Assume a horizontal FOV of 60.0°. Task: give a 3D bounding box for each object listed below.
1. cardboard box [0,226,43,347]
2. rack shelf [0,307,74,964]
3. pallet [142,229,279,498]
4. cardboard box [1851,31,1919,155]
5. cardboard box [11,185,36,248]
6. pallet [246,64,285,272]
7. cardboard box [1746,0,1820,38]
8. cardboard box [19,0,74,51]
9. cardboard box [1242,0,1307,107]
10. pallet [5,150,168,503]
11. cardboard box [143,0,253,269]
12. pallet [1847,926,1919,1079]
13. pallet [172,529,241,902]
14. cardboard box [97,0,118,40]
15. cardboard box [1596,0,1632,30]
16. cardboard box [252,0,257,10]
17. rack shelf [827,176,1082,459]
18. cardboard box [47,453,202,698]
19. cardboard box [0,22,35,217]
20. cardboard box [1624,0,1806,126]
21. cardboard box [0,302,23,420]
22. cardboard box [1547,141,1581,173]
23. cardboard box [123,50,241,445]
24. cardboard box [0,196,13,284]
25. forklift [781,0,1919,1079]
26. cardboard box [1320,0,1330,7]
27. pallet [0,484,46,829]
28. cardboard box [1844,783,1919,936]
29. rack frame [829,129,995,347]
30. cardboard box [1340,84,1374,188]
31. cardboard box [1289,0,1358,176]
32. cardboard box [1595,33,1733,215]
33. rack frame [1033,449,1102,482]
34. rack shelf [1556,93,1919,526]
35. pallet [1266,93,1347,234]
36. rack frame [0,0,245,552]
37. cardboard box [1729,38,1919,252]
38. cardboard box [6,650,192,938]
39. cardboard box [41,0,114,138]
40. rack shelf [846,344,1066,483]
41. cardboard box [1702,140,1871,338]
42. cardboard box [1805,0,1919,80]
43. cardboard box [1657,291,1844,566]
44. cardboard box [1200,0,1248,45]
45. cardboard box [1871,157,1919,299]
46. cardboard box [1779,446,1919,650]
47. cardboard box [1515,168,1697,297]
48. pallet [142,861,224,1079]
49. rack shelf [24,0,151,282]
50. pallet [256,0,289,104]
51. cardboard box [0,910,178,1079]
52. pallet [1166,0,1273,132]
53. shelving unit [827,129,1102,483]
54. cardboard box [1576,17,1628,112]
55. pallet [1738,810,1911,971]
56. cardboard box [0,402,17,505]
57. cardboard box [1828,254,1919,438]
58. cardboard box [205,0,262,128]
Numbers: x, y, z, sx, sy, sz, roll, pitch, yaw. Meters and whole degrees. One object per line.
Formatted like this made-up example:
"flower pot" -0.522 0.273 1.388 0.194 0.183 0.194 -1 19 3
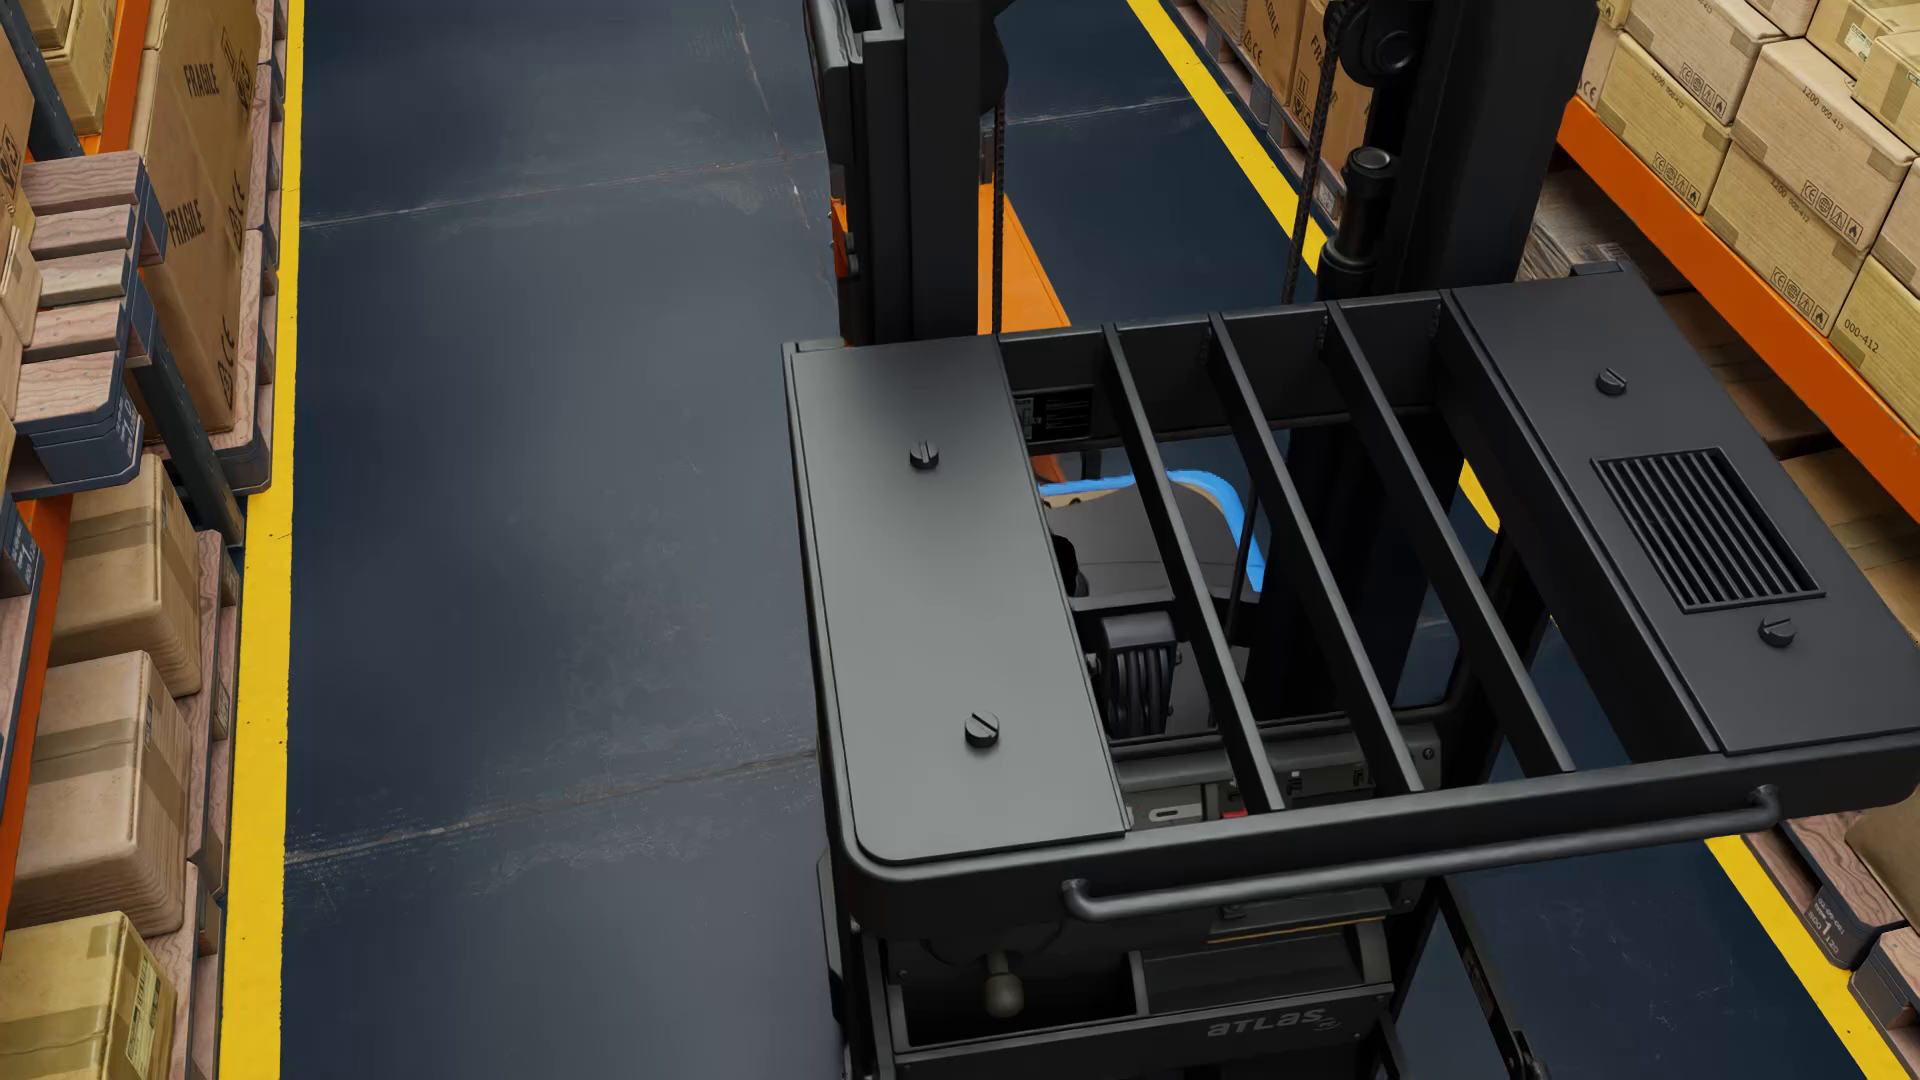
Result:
"cardboard box" -2.190 -0.512 3.533 0.380 0.149 0.250 -11 47 -11
"rack shelf" -2.236 0.659 3.008 1.077 0.370 4.000 -11 47 -10
"pallet" -2.877 -0.556 5.647 1.003 0.211 1.213 -11 47 -10
"cardboard box" 2.187 -0.983 3.589 0.380 0.149 0.250 -10 46 -9
"cardboard box" -2.298 -0.677 3.695 0.380 0.149 0.250 -10 46 -10
"pallet" -3.186 -1.396 6.471 1.003 0.211 1.213 -11 47 -10
"cardboard box" 2.086 -1.337 3.936 0.380 0.149 0.250 -10 46 -10
"cardboard box" -2.639 -1.491 4.366 0.500 0.250 0.500 -11 47 -11
"cardboard box" 1.479 -2.117 6.680 0.500 0.500 0.500 -9 46 -9
"pallet" -2.462 -0.434 3.709 1.213 0.211 1.003 -11 47 -10
"cardboard box" -3.069 -1.485 5.799 0.875 0.875 0.875 -10 46 -10
"pallet" 2.847 1.352 3.777 1.003 0.211 1.213 -11 47 -10
"pallet" -2.549 0.542 4.571 1.003 0.211 1.213 -11 47 -10
"cardboard box" -2.778 -1.656 4.878 0.500 0.250 0.500 -12 47 -11
"cardboard box" 1.903 -1.651 4.522 0.500 0.250 0.500 -11 47 -10
"cardboard box" -3.536 -2.725 7.014 0.875 0.875 0.875 -9 46 -9
"rack shelf" -0.002 -0.603 4.644 0.538 0.278 1.000 -11 47 -10
"cardboard box" -2.613 0.191 4.508 0.950 0.372 0.625 -14 47 -13
"cardboard box" -2.363 -0.997 3.554 0.500 0.500 0.500 -12 47 -11
"cardboard box" 2.054 -1.309 4.188 0.500 0.250 0.500 -9 46 -9
"cardboard box" -2.133 -0.336 3.361 0.380 0.149 0.250 -13 47 -12
"cardboard box" 2.212 -1.498 6.074 0.500 0.500 0.500 -9 46 -9
"cardboard box" -2.844 -0.869 5.195 0.875 0.875 0.875 -11 47 -11
"cardboard box" -2.220 -0.642 3.206 0.500 0.500 0.500 -11 47 -11
"forklift" 0.366 0.637 2.573 1.130 2.935 3.031 -6 46 -6
"cardboard box" 1.554 -2.050 6.161 0.380 0.149 0.250 -12 47 -12
"pallet" -2.202 0.453 2.840 1.003 0.211 1.213 -11 47 -10
"cardboard box" 2.738 0.667 3.865 0.875 0.625 0.625 -11 47 -11
"rack frame" -0.132 -0.749 5.197 0.500 1.125 0.032 -11 47 -10
"cardboard box" 1.733 -1.408 5.986 0.500 0.500 0.500 -9 46 -9
"cardboard box" 1.615 -1.756 6.327 0.500 0.500 0.500 -11 47 -11
"cardboard box" 2.051 -1.132 4.364 0.500 0.250 0.500 -12 47 -11
"rack frame" 0.128 -0.047 4.509 0.500 1.125 0.032 -11 47 -10
"rack shelf" 2.561 -0.251 3.899 1.077 0.370 4.000 -11 47 -10
"pallet" 1.895 -1.430 6.504 1.003 0.211 1.213 -11 47 -10
"rack frame" -2.748 -0.974 4.104 1.000 3.000 0.127 -11 47 -10
"cardboard box" 2.170 -0.945 3.830 0.500 0.250 0.500 -12 47 -11
"cardboard box" -2.416 0.699 4.010 0.950 0.372 0.625 -12 47 -11
"cardboard box" -2.630 -1.305 4.534 0.500 0.250 0.500 -11 47 -11
"rack shelf" -0.002 -0.227 5.027 0.538 0.278 1.000 -11 47 -10
"cardboard box" 2.189 -0.778 4.017 0.500 0.250 0.500 -12 47 -12
"cardboard box" 2.179 -1.169 3.771 0.380 0.149 0.250 -10 46 -10
"cardboard box" 2.371 -0.317 4.829 0.875 0.625 0.625 -9 46 -9
"cardboard box" 1.328 -2.472 7.028 0.500 0.500 0.500 -12 47 -12
"cardboard box" 2.326 -0.596 3.489 0.500 0.250 0.500 -10 46 -10
"cardboard box" 2.543 0.148 4.373 0.875 0.625 0.625 -12 47 -12
"cardboard box" 2.196 -0.766 5.269 0.875 0.625 0.625 -9 46 -9
"pallet" -2.240 1.383 3.747 1.003 0.211 1.213 -11 47 -10
"rack shelf" -3.260 -2.103 5.714 1.077 0.370 4.000 -11 47 -10
"pallet" -3.502 -2.240 7.298 1.003 0.211 1.213 -11 47 -10
"cardboard box" -2.228 1.224 3.496 0.950 0.372 0.625 -9 46 -9
"pallet" 1.586 -2.271 7.328 1.003 0.211 1.213 -11 47 -10
"shelving unit" -0.002 -0.398 4.853 0.538 1.125 1.048 -11 47 -10
"cardboard box" 1.927 -1.480 4.705 0.500 0.250 0.500 -11 47 -10
"pallet" 2.531 0.509 4.604 1.003 0.211 1.213 -11 47 -10
"cardboard box" -2.049 -0.149 3.178 0.380 0.149 0.250 -10 46 -10
"cardboard box" 2.320 -0.419 3.666 0.500 0.250 0.500 -9 46 -9
"cardboard box" -3.297 -2.103 6.404 0.875 0.875 0.875 -9 46 -9
